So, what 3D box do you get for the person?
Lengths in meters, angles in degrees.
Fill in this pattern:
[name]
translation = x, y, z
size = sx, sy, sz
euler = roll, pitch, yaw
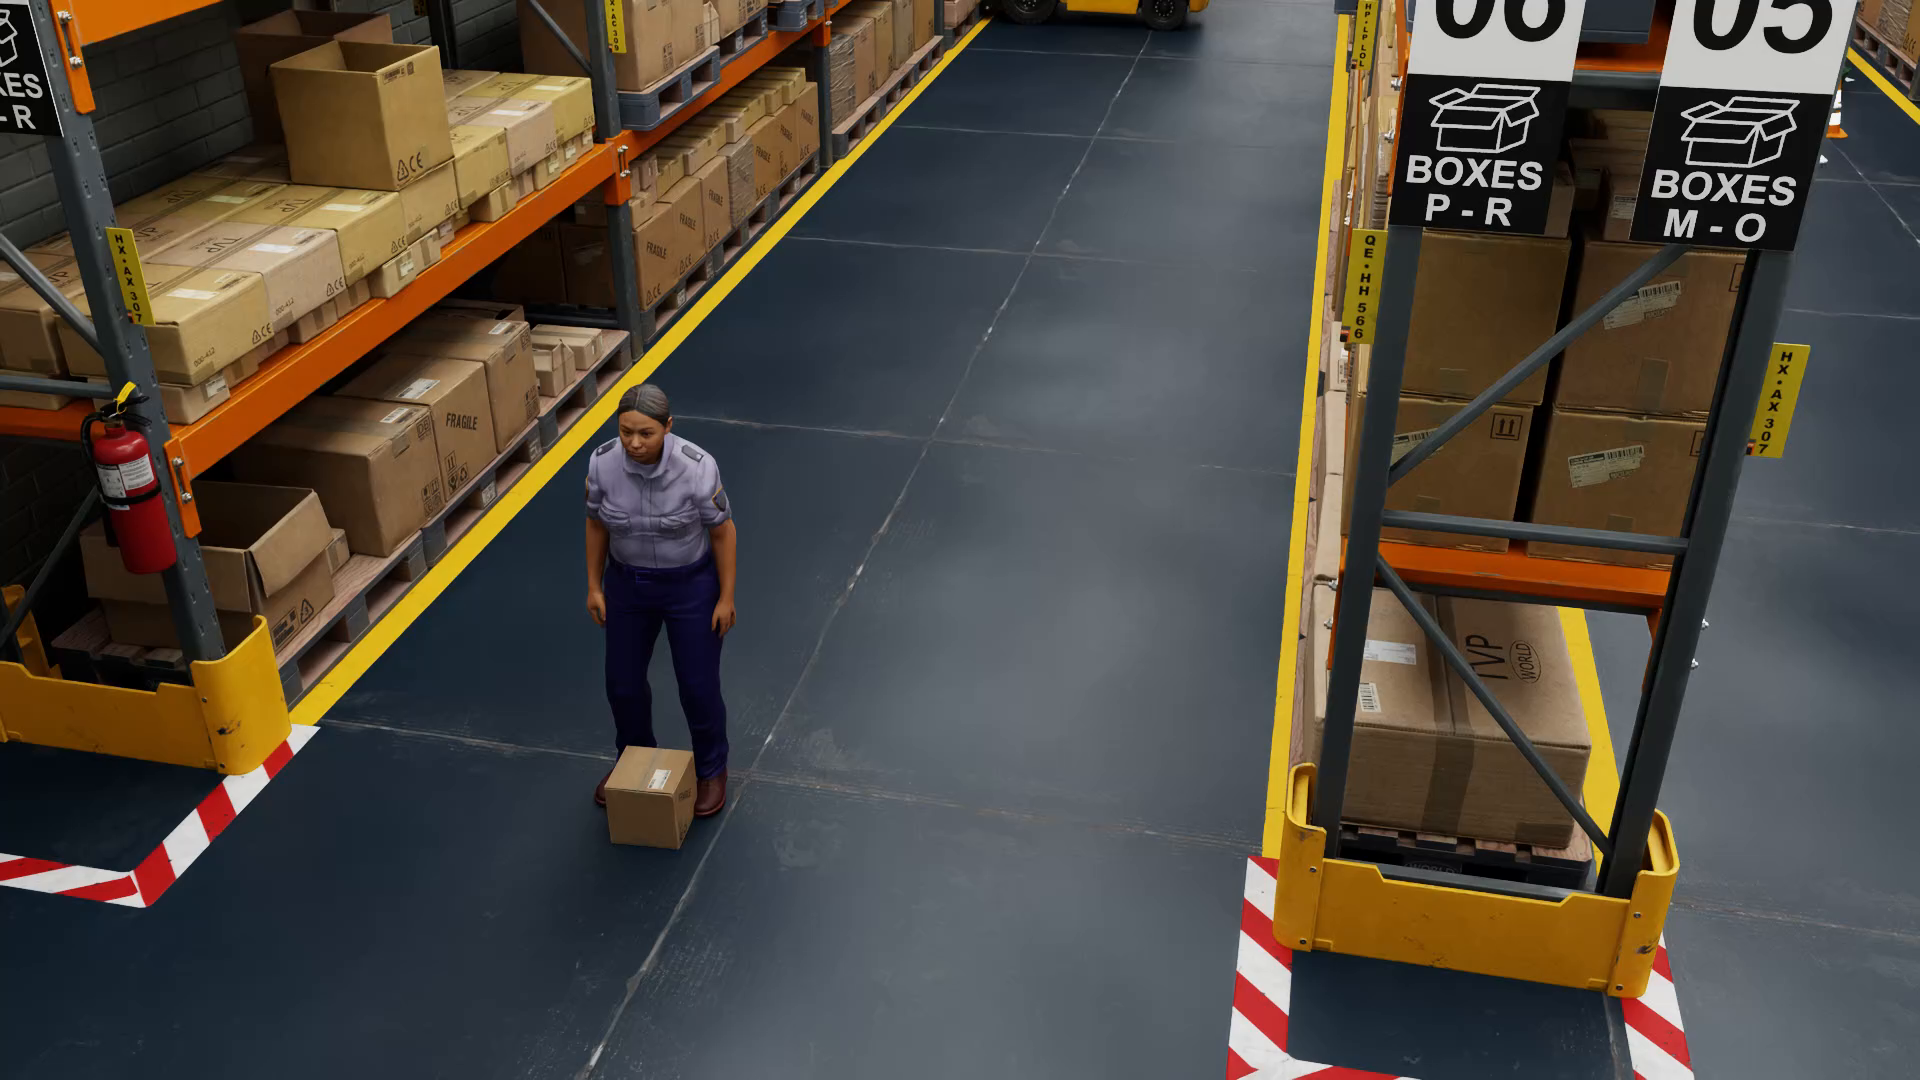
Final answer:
[person]
translation = -1.048, 0.192, 5.787
size = 0.564, 1.651, 0.369
euler = 4, 29, 8
